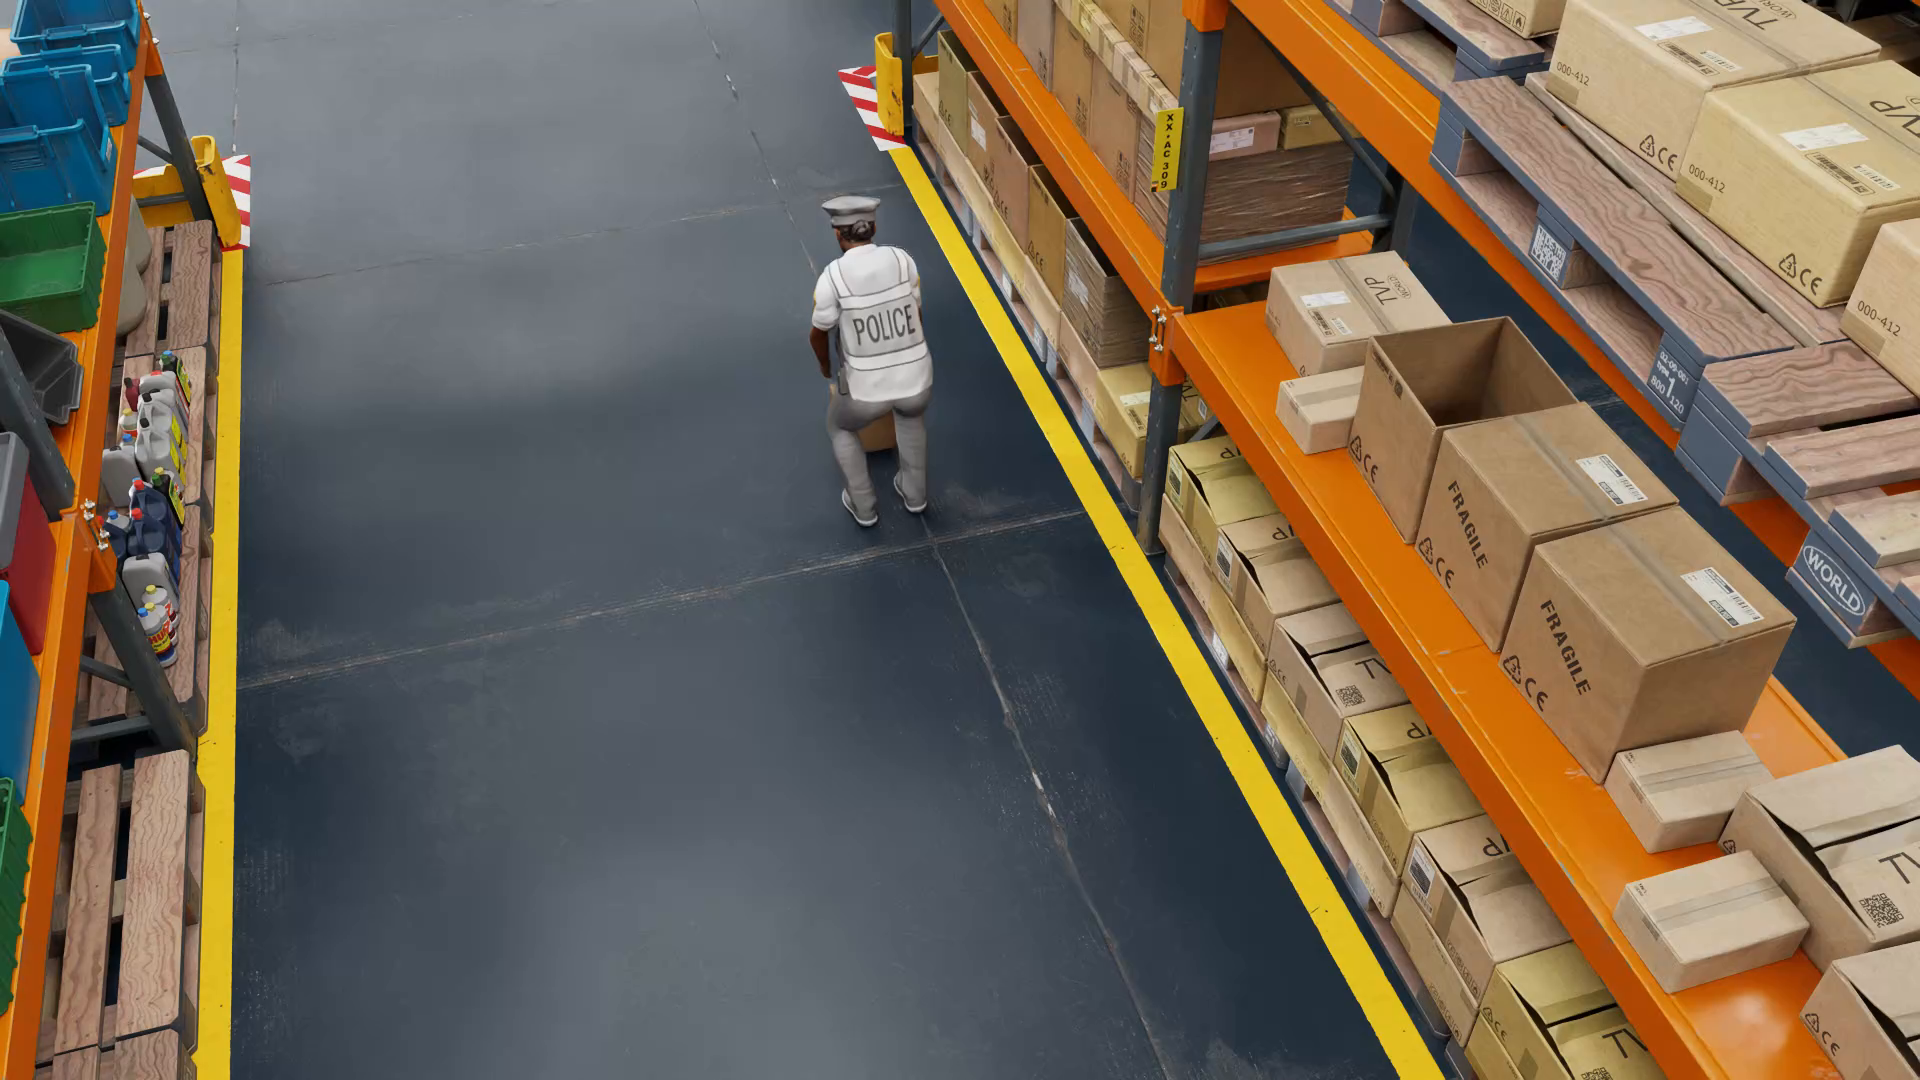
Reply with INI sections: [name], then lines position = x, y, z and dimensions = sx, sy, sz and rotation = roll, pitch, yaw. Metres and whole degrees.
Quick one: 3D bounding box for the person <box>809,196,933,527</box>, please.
[person]
position = -0.382, -0.732, 7.100
dimensions = 0.490, 1.487, 0.628
rotation = -12, 44, -12
